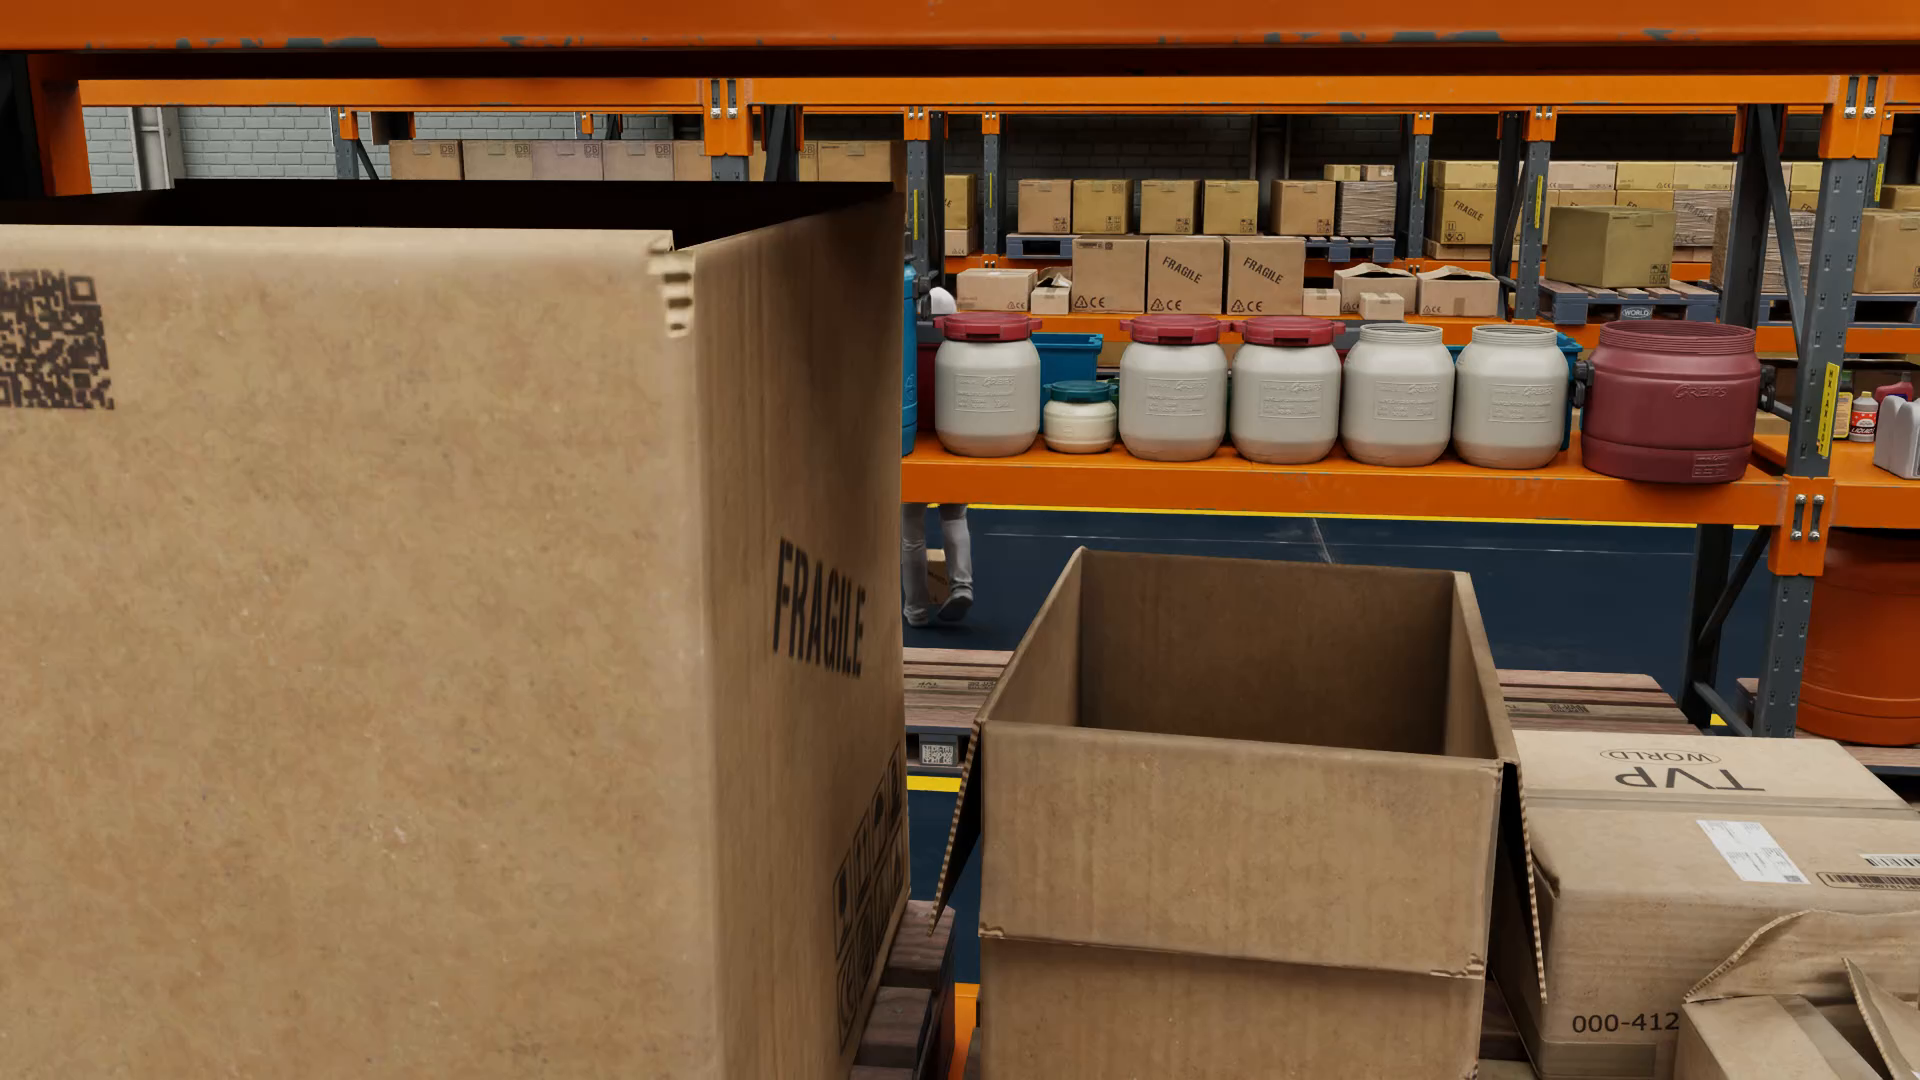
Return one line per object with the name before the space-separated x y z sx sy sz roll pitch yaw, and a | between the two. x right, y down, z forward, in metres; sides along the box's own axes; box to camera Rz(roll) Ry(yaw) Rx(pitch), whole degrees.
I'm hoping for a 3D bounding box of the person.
person | -0.163 -0.417 8.579 0.590 1.765 0.467 -1 14 -6
